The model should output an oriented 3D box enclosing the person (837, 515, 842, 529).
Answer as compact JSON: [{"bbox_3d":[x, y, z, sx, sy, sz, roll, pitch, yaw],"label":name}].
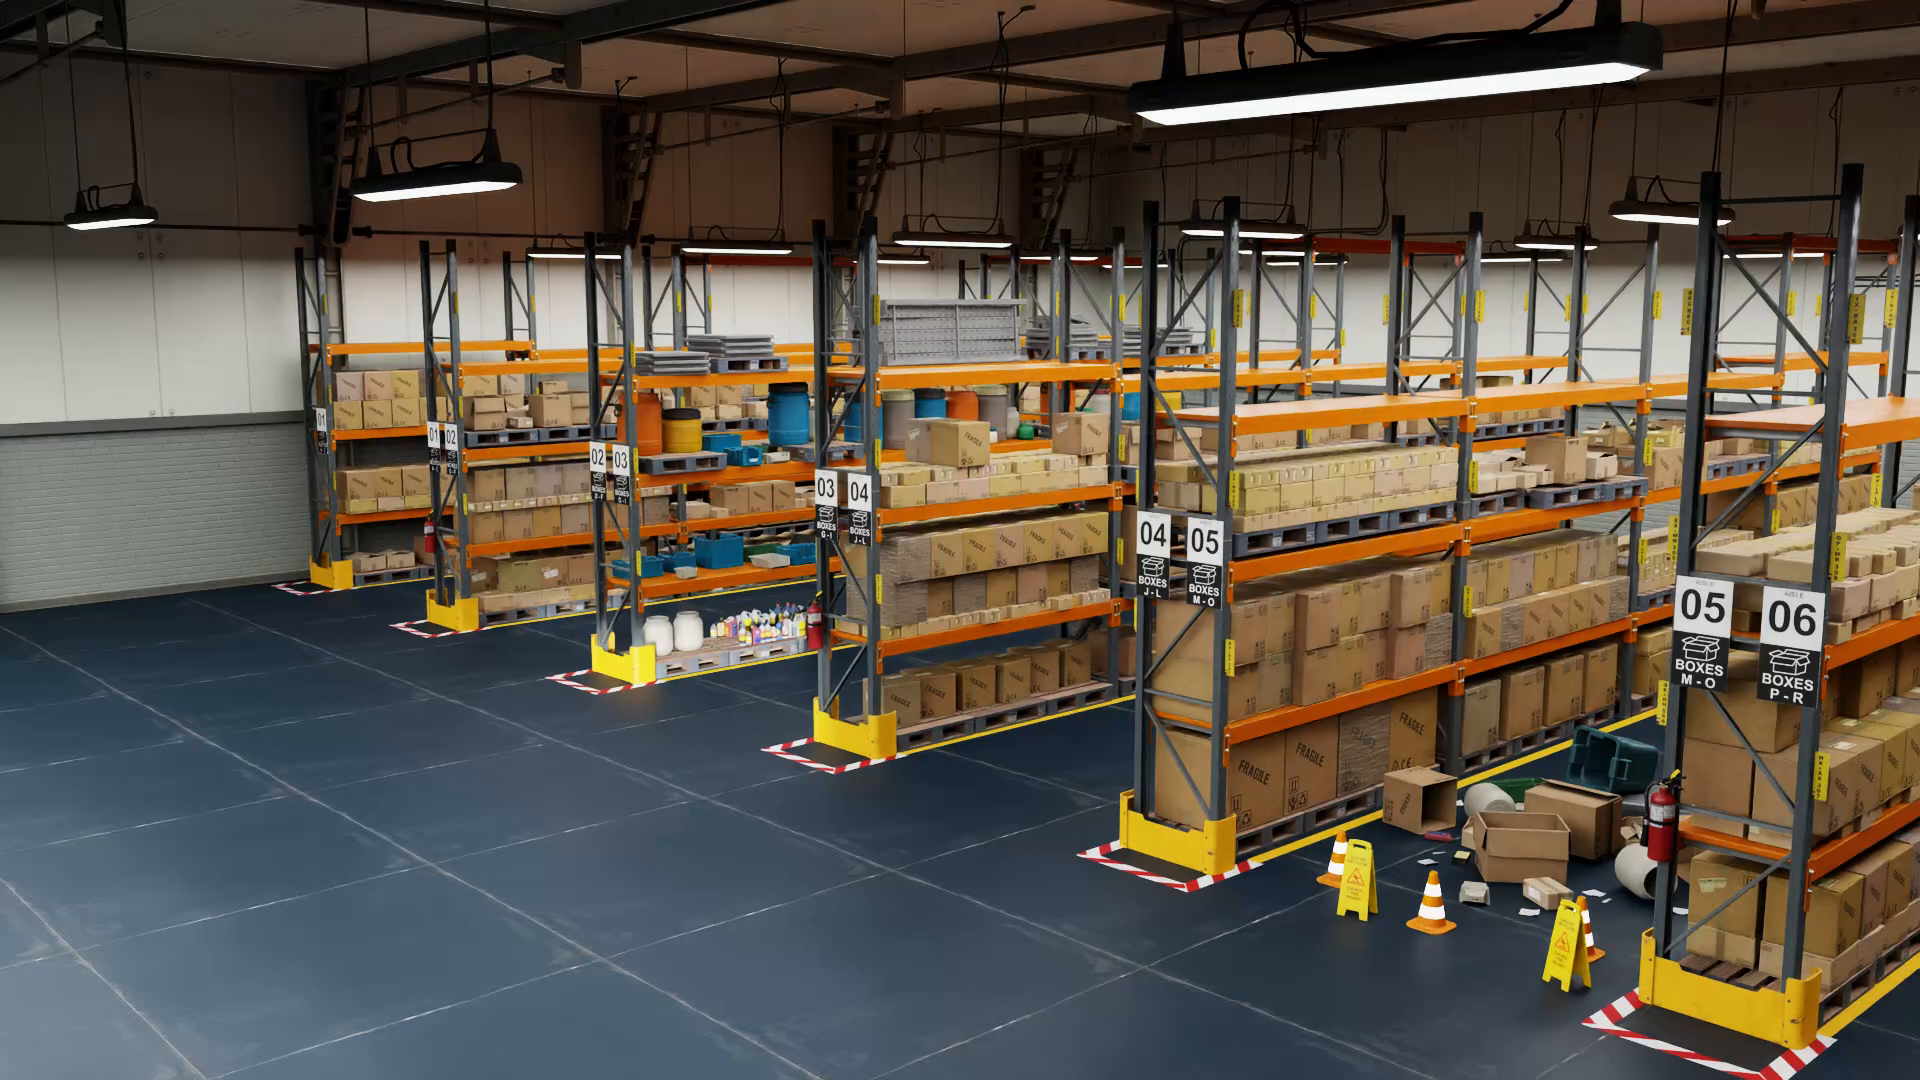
[{"bbox_3d":[-2.555,-0.526,33.414,0.484,1.598,0.367,7,11,38],"label":"person"}]

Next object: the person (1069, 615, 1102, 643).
[{"bbox_3d":[1.901,0.837,24.176,0.598,1.611,0.752,7,11,40],"label":"person"}]
